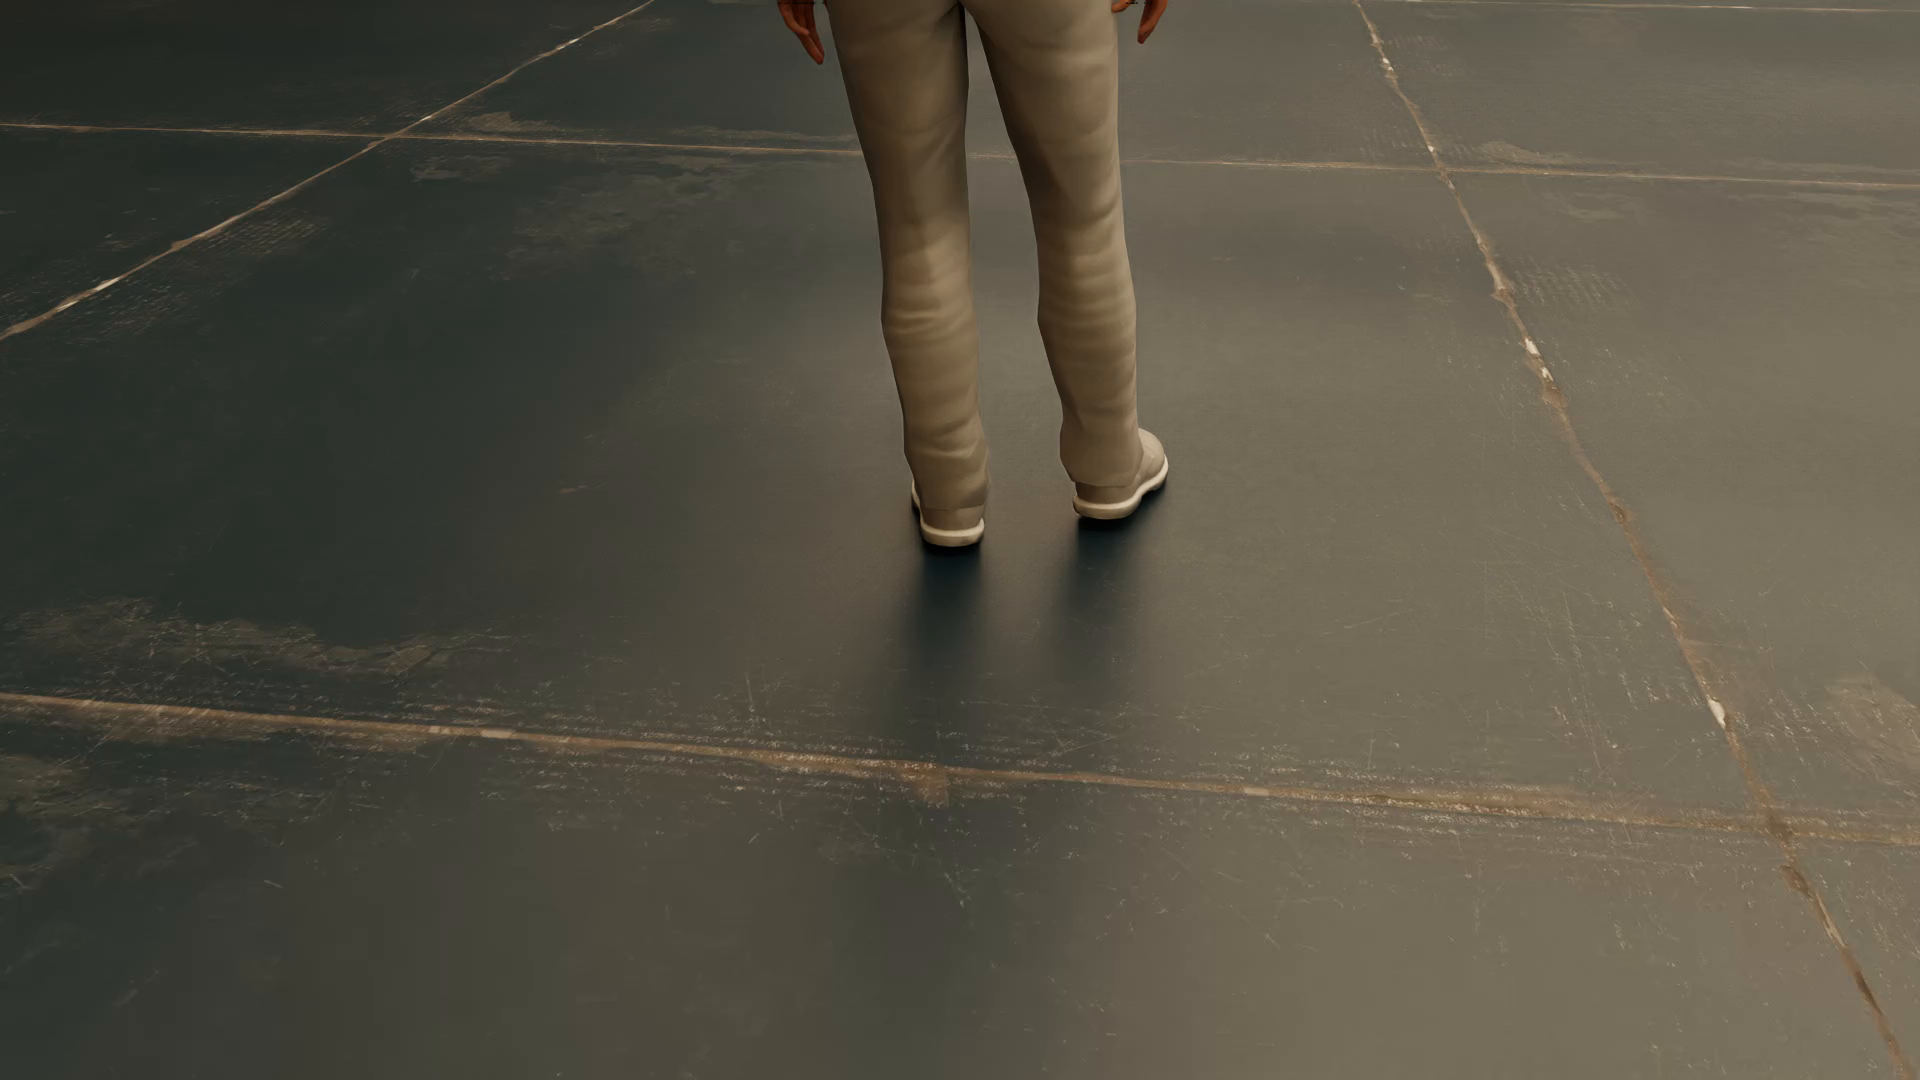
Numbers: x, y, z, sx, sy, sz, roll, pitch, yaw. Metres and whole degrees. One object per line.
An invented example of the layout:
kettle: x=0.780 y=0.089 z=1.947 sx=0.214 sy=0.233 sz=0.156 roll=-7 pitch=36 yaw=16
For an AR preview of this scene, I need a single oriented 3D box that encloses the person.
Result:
person: x=0.029 y=-0.797 z=2.183 sx=0.570 sy=1.697 sz=0.528 roll=3 pitch=27 yaw=7
